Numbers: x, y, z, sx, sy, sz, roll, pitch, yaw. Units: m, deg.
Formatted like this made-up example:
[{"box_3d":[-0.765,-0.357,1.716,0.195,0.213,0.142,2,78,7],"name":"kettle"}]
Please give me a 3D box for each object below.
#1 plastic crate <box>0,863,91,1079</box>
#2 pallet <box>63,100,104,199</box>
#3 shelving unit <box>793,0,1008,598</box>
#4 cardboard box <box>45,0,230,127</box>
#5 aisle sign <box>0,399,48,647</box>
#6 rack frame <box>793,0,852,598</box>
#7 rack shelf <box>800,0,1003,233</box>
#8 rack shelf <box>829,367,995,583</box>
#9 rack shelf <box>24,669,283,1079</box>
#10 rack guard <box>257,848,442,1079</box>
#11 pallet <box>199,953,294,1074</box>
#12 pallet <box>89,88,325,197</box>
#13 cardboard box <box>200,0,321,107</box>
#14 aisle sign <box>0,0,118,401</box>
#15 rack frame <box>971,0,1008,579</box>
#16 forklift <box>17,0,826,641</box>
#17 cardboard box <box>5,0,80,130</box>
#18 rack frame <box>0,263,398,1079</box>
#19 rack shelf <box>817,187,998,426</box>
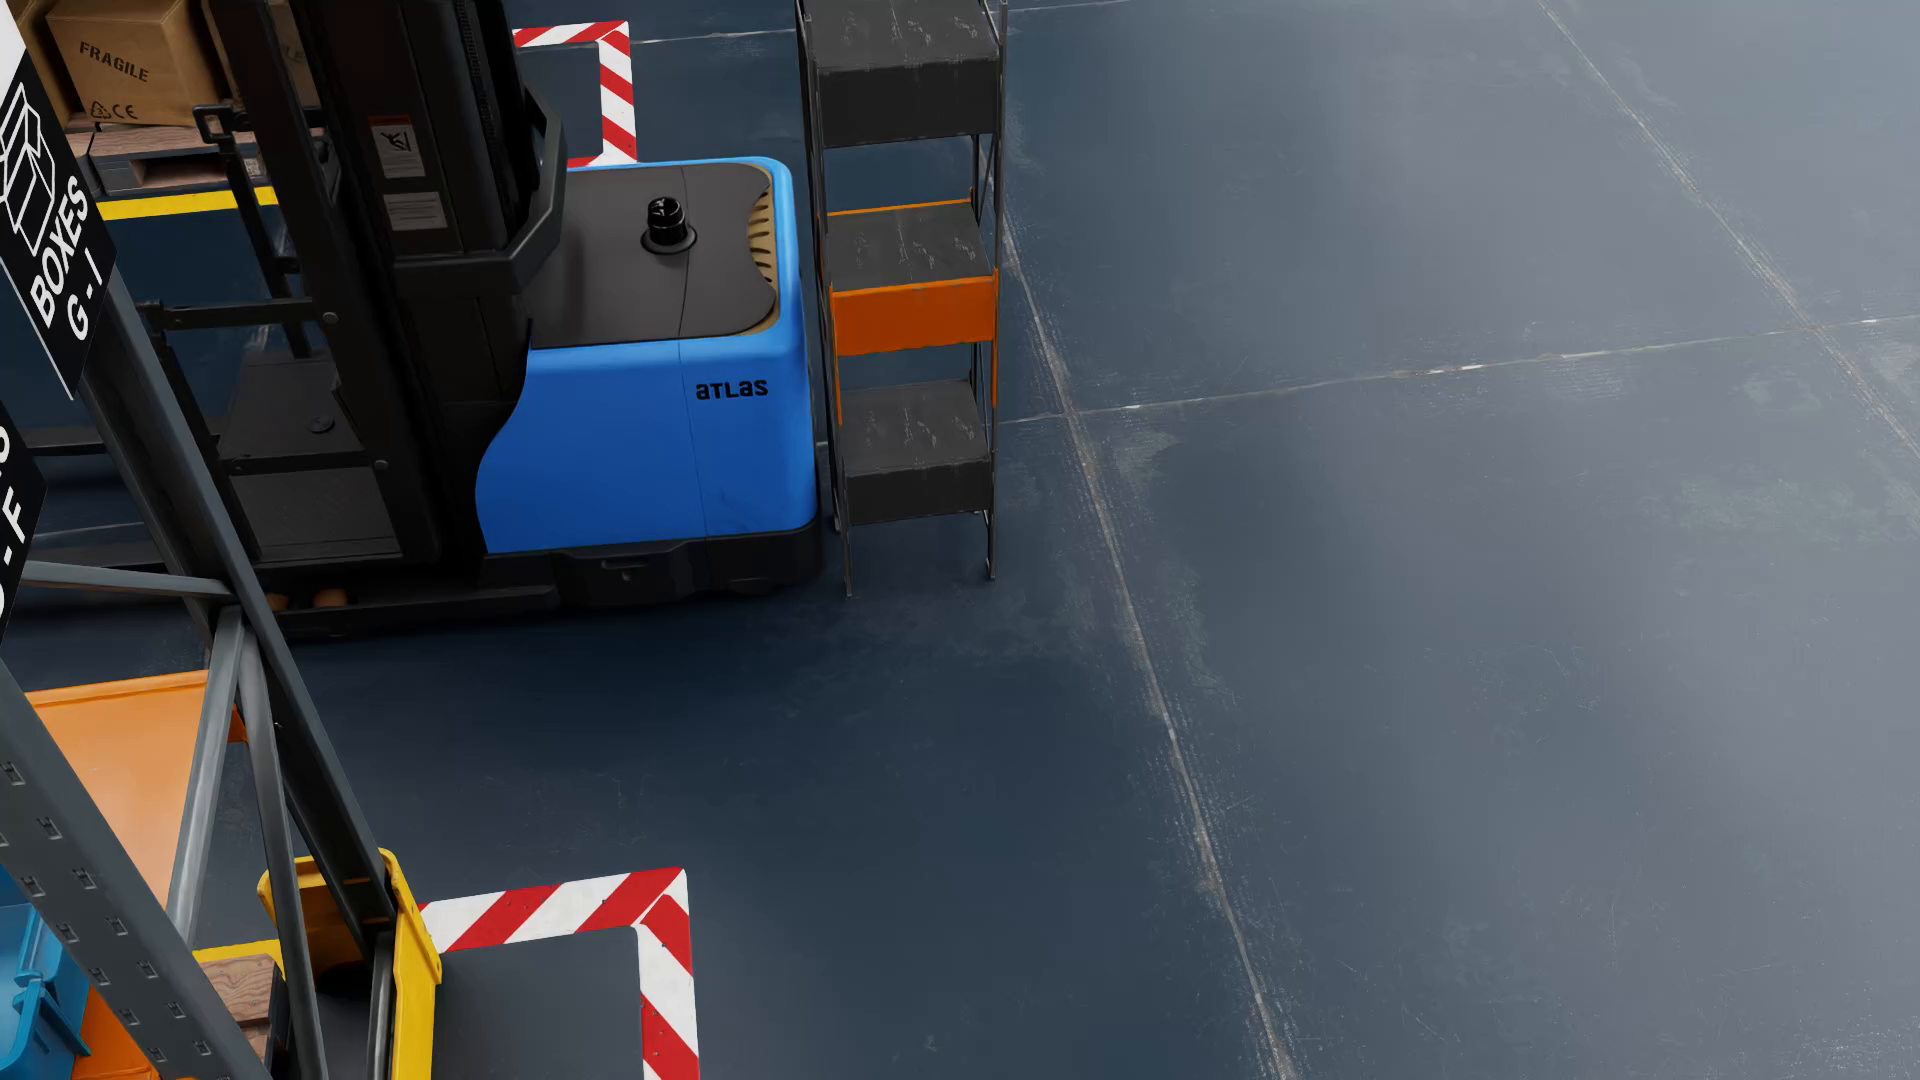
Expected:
[{"box_3d":[-1.895,0.811,2.989,0.616,0.251,0.499,-7,46,-7],"name":"plastic crate"},{"box_3d":[-4.379,-1.830,7.366,1.213,0.211,1.003,-7,46,-7],"name":"pallet"},{"box_3d":[-0.163,-0.708,4.974,0.503,2.100,0.431,-7,46,-7],"name":"shelving unit"},{"box_3d":[-3.499,-2.144,7.177,0.500,0.500,0.500,4,46,4],"name":"cardboard box"},{"box_3d":[-1.332,-0.214,2.068,0.004,0.787,0.394,-7,46,-7],"name":"aisle sign"},{"box_3d":[-0.404,-0.678,4.945,0.015,2.100,0.400,-7,46,-7],"name":"rack frame"},{"box_3d":[-0.163,-1.184,4.480,0.480,0.518,0.431,-7,46,-7],"name":"rack shelf"},{"box_3d":[-0.163,-0.213,5.488,0.480,0.518,0.431,-7,46,-7],"name":"rack shelf"},{"box_3d":[-3.424,0.981,3.221,4.000,0.370,1.077,-7,46,-7],"name":"rack shelf"},{"box_3d":[-1.520,1.396,4.058,0.348,0.500,1.175,-7,46,-7],"name":"rack guard"},{"box_3d":[-2.322,1.592,4.069,1.213,0.211,1.003,-7,46,-7],"name":"pallet"},{"box_3d":[-3.179,-1.977,7.508,1.213,0.211,1.003,-7,46,-7],"name":"pallet"},{"box_3d":[-2.916,-2.242,7.272,0.500,0.500,0.500,1,46,1],"name":"cardboard box"},{"box_3d":[-1.432,-0.633,2.471,0.004,0.787,0.394,-7,46,-7],"name":"aisle sign"},{"box_3d":[0.077,-0.738,5.003,0.015,2.100,0.400,-7,46,-7],"name":"rack frame"},{"box_3d":[-2.003,-1.088,4.763,3.031,2.935,1.130,-5,46,-4],"name":"forklift"},{"box_3d":[-4.119,-2.081,7.116,0.500,0.500,0.500,-3,46,-3],"name":"cardboard box"},{"box_3d":[-1.453,0.486,3.199,0.127,3.000,1.000,-7,46,-7],"name":"rack frame"},{"box_3d":[-0.163,-0.699,4.984,0.480,0.518,0.431,-7,46,-7],"name":"rack shelf"}]
